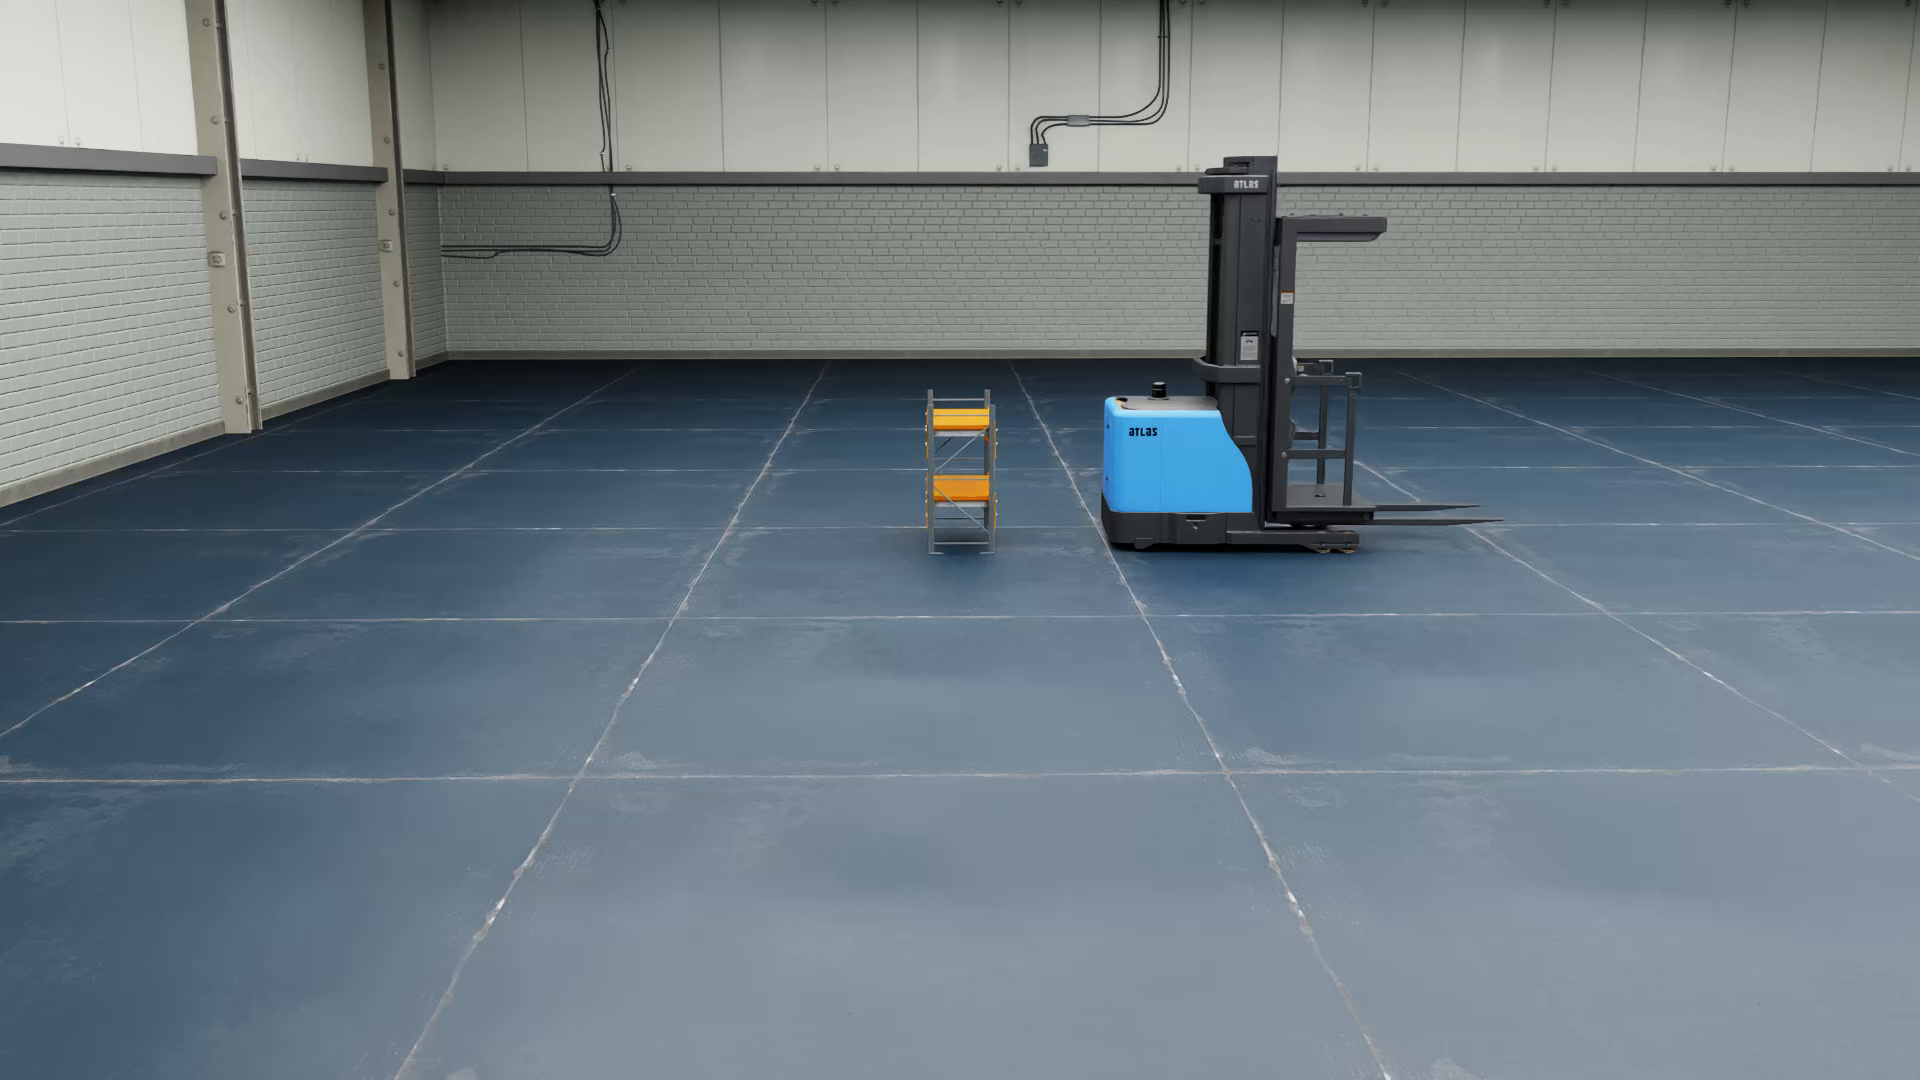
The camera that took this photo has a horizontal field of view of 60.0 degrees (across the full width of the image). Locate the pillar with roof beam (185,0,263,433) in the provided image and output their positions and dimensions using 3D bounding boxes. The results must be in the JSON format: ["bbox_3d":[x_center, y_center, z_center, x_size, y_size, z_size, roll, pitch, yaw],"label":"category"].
[{"bbox_3d":[-4.018,-5.692,18.485,9.100,9.000,0.400,0,11,-1],"label":"pillar with roof beam"}]

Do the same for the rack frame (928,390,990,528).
[{"bbox_3d":[-0.010,-0.651,13.439,0.500,1.125,0.032,0,11,-1],"label":"rack frame"}]

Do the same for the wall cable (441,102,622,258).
[{"bbox_3d":[-7.185,-5.937,27.498,3.097,2.526,0.112,0,11,-1],"label":"wall cable"}]

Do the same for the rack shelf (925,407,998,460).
[{"bbox_3d":[0.000,-0.837,12.882,0.538,0.278,1.000,0,11,-1],"label":"rack shelf"}]

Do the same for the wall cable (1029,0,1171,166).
[{"bbox_3d":[2.307,-9.161,27.028,2.305,6.003,0.169,0,11,-1],"label":"wall cable"}]

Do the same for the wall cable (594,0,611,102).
[{"bbox_3d":[-4.480,-8.423,27.051,3.097,2.526,0.112,0,11,-1],"label":"wall cable"}]

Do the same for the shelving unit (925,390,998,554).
[{"bbox_3d":[0.000,-0.550,12.941,0.538,1.125,1.048,0,11,-1],"label":"shelving unit"}]

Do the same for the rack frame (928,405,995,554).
[{"bbox_3d":[0.011,-0.449,12.443,0.500,1.125,0.032,0,11,-1],"label":"rack frame"}]

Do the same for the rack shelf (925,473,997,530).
[{"bbox_3d":[0.000,-0.310,12.989,0.538,0.278,1.000,0,11,-1],"label":"rack shelf"}]

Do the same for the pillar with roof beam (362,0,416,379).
[{"bbox_3d":[-4.142,-6.885,24.364,9.100,9.000,0.400,0,11,-1],"label":"pillar with roof beam"}]

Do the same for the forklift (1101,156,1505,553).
[{"bbox_3d":[2.655,-1.442,12.795,3.031,2.935,1.130,0,11,0],"label":"forklift"}]
